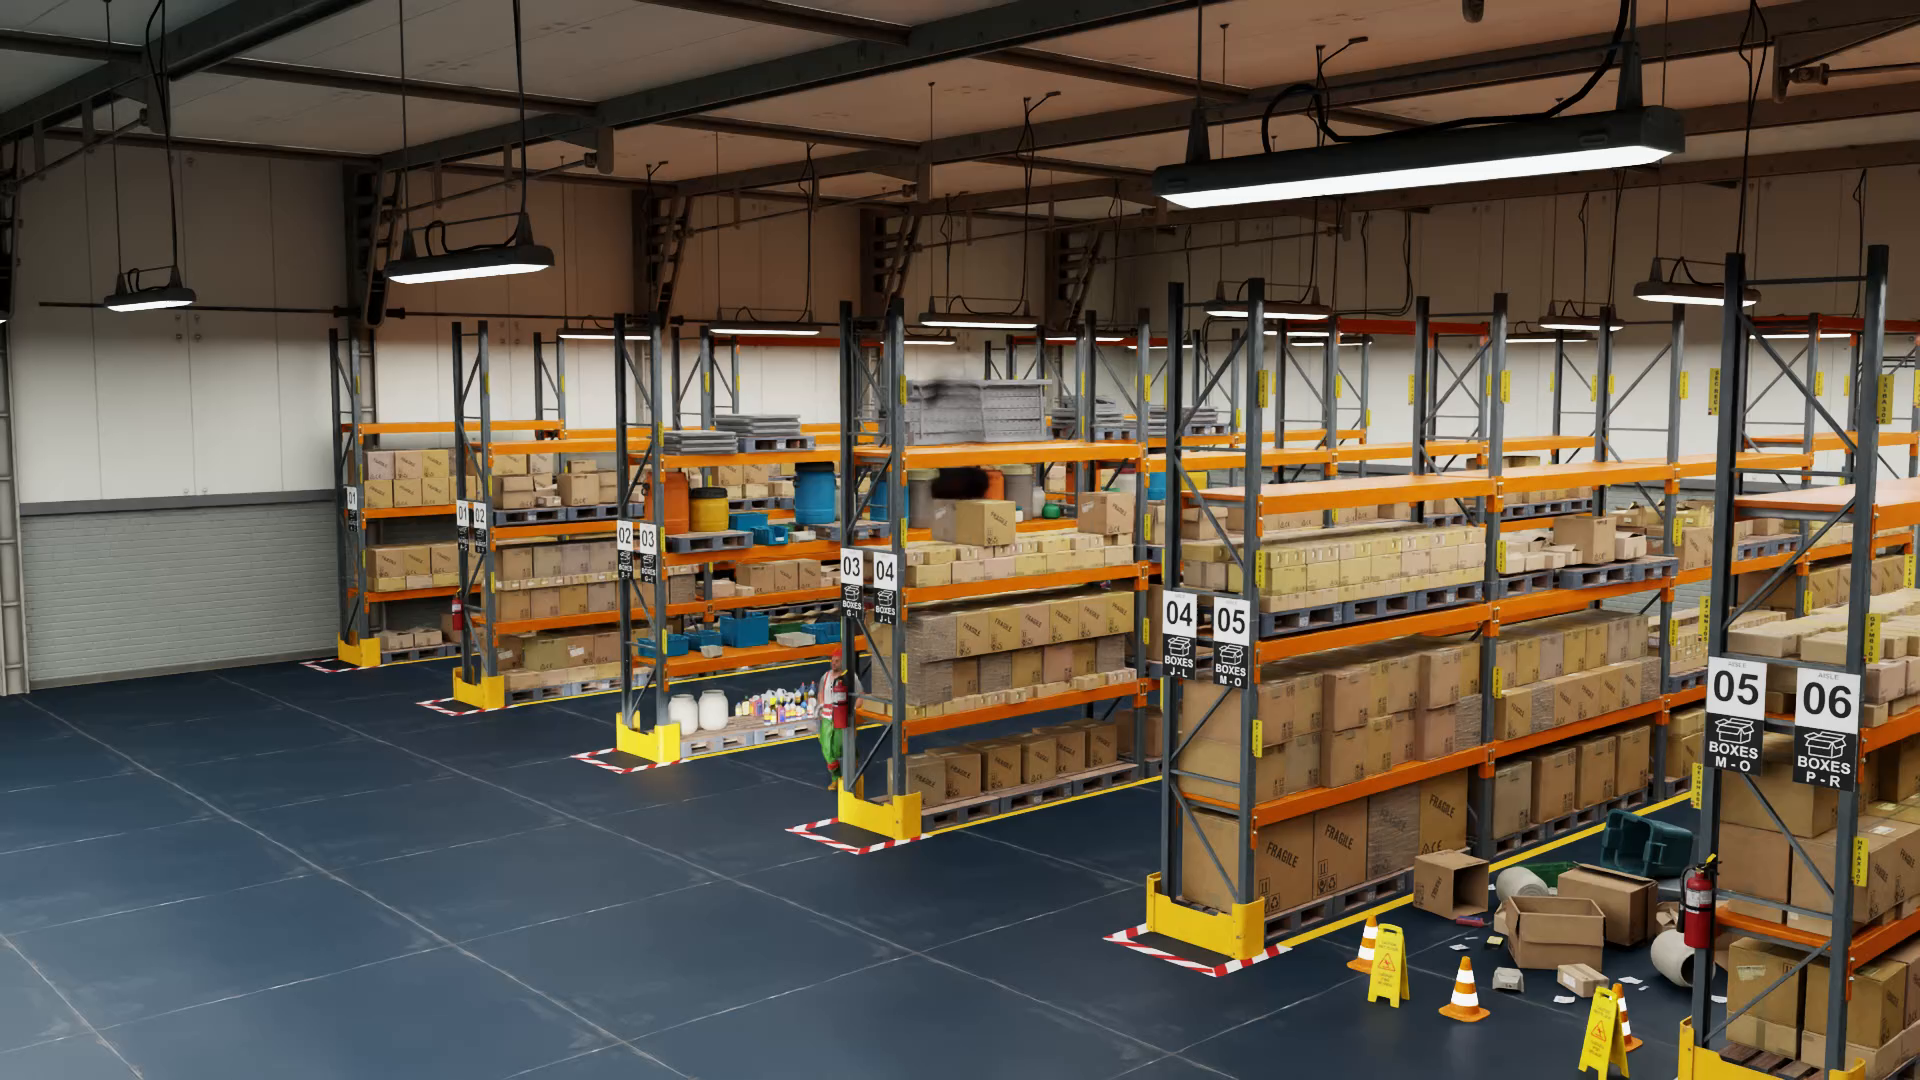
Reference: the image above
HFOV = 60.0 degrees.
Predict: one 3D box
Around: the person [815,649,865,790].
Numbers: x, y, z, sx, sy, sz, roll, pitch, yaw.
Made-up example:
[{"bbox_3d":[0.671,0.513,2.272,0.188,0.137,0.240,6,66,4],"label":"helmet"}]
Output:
[{"bbox_3d":[-1.528,2.240,20.923,0.656,1.744,0.572,3,6,24],"label":"person"}]
